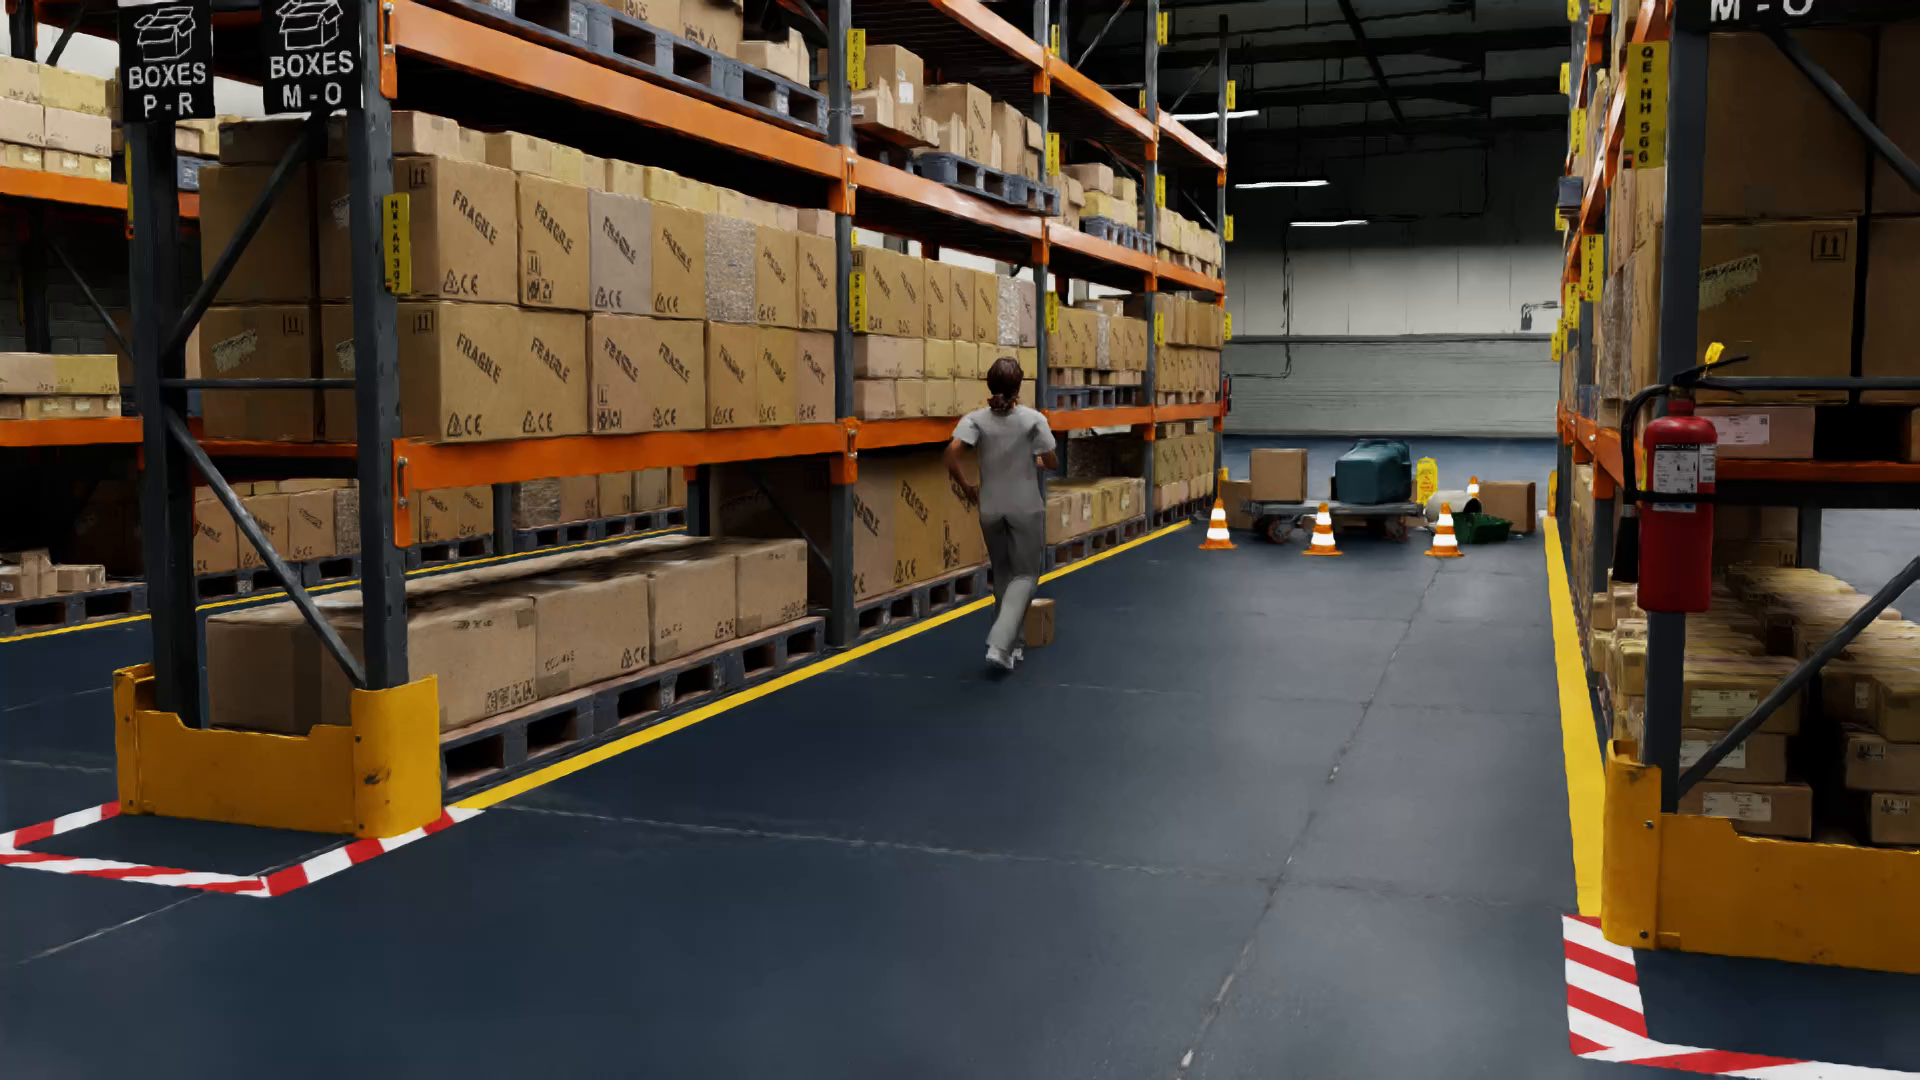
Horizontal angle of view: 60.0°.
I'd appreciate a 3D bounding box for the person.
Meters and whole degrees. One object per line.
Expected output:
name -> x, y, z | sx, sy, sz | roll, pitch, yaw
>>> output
person -> 0.279, -0.129, 8.746 | 0.533, 1.655, 0.755 | 2, 6, 20
